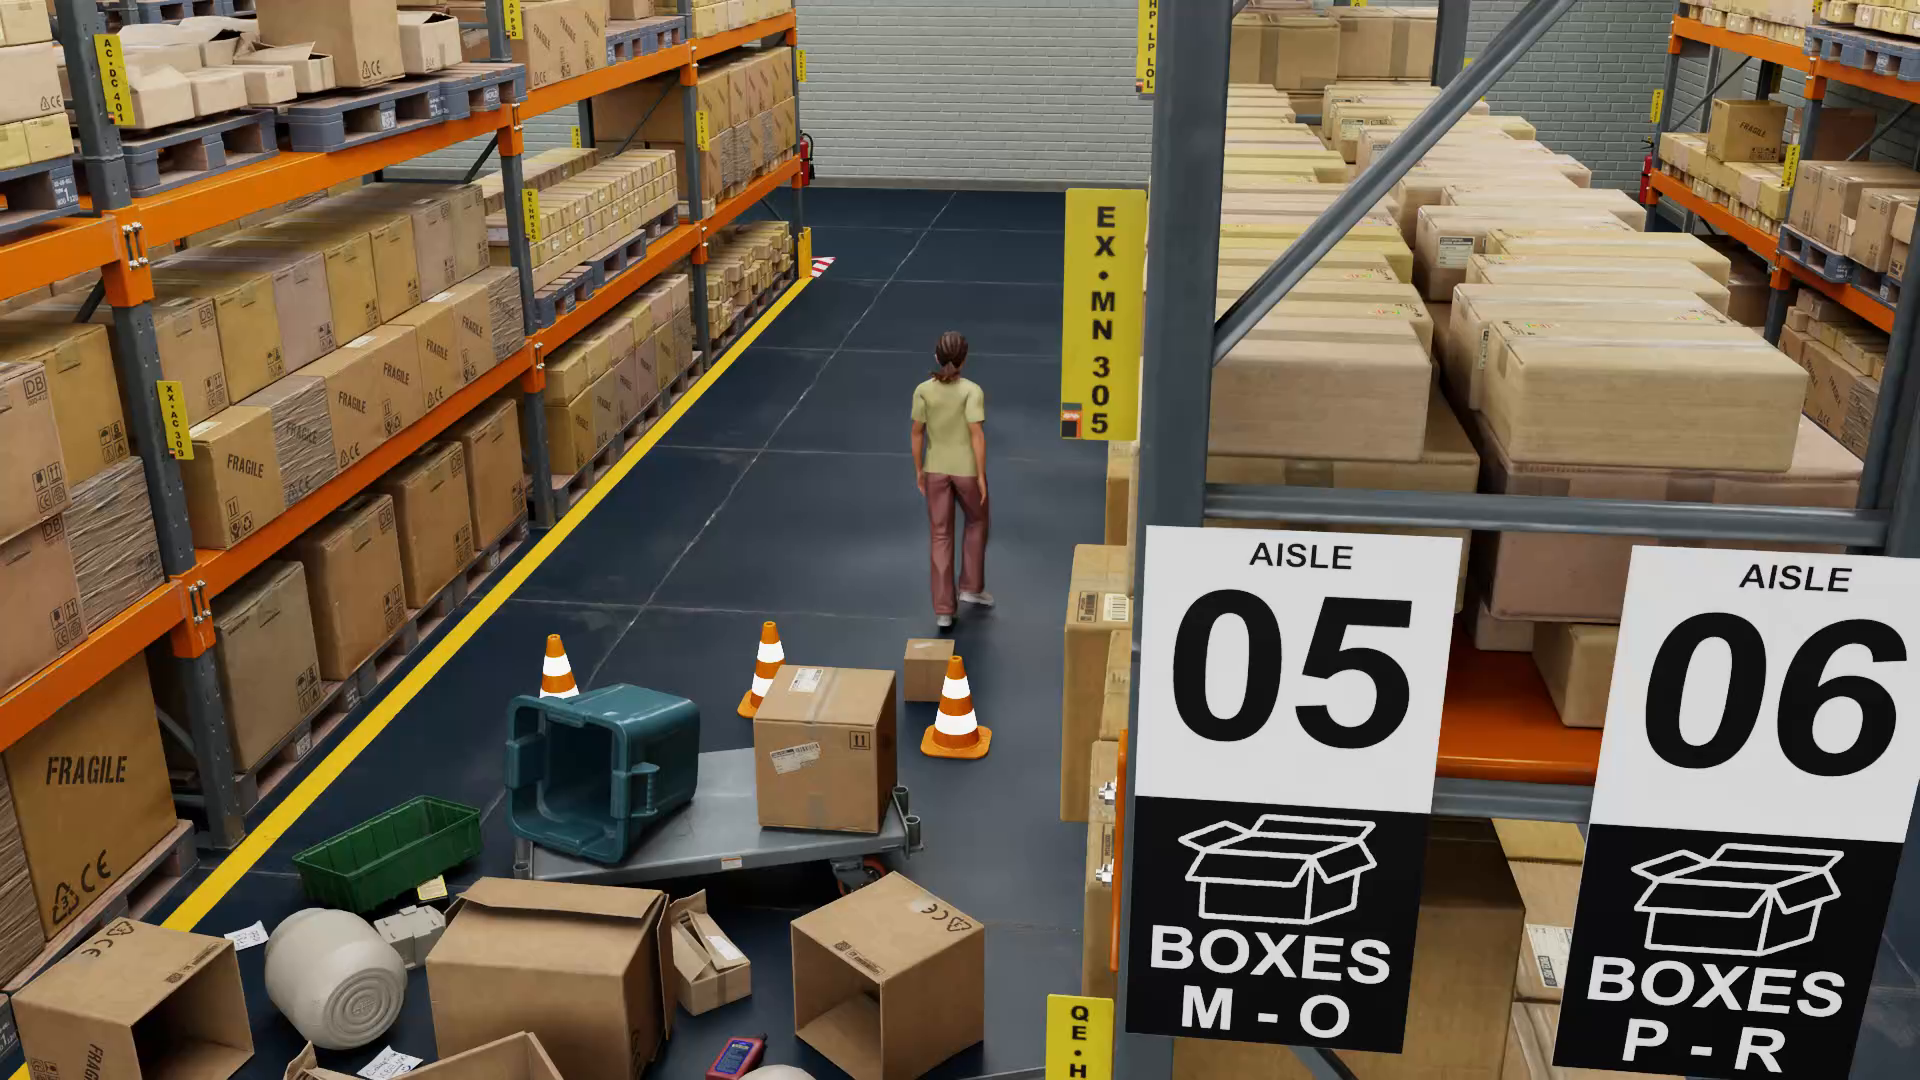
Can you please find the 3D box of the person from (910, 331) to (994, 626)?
[{"bbox_3d":[-0.060,-0.333,9.471,0.471,1.693,0.576,4,22,10],"label":"person"}]
